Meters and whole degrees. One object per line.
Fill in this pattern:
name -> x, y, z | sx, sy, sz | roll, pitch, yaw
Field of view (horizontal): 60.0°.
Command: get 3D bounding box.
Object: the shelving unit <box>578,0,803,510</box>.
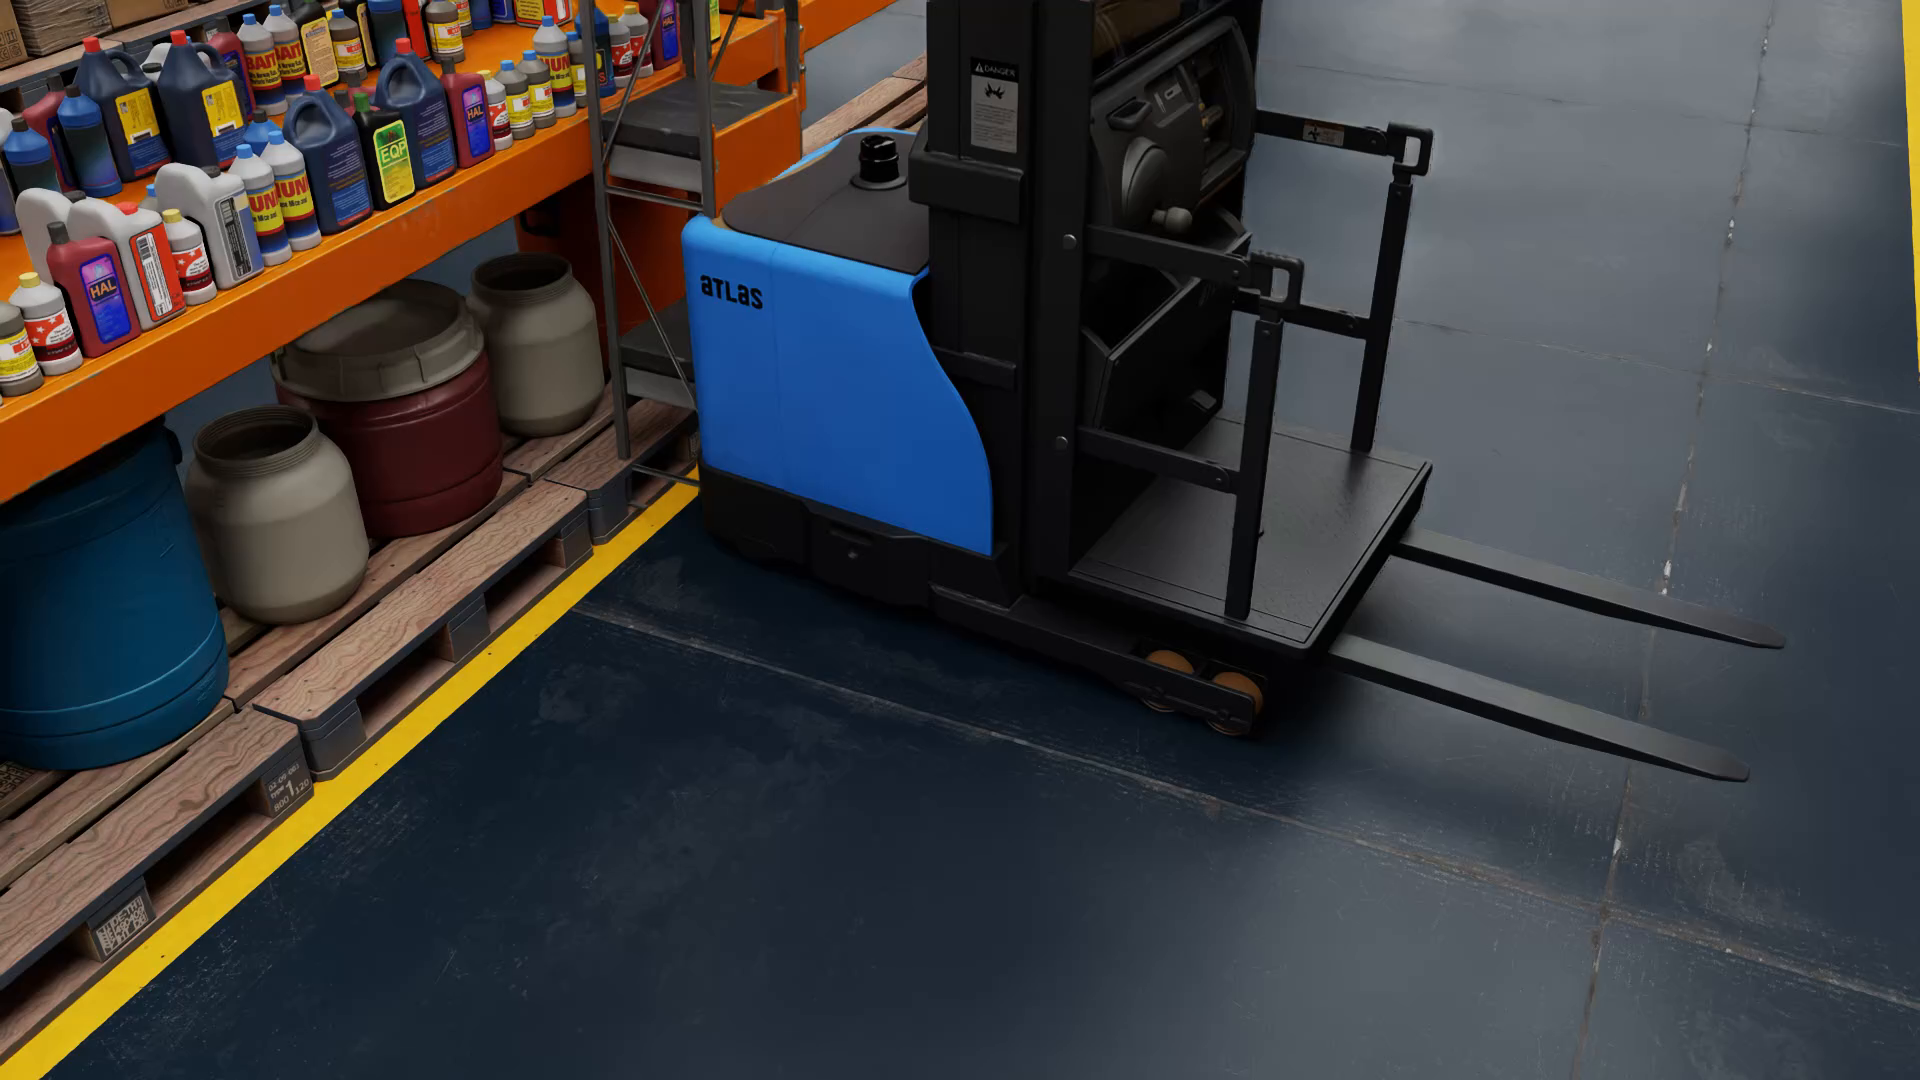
shelving unit -> -0.768, -1.081, 4.928 | 0.431, 2.100, 0.503 | 15, 33, 20

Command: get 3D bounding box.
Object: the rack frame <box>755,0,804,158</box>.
rack frame -> -1.032, -2.044, 5.632 | 1.000, 3.000, 0.127 | 14, 36, 20

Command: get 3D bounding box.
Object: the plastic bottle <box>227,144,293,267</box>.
plastic bottle -> -1.608, -0.770, 3.806 | 0.097, 0.271, 0.097 | 0, 33, 0

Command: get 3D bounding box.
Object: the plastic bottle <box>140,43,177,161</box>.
plastic bottle -> -2.087, -1.160, 4.397 | 0.152, 0.276, 0.135 | 14, 36, 20

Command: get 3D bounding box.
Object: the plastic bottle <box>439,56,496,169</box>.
plastic bottle -> -1.292, -1.127, 4.340 | 0.061, 0.283, 0.133 | 14, 36, 20

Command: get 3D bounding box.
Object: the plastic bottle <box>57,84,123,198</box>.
plastic bottle -> -2.183, -1.001, 4.158 | 0.097, 0.271, 0.097 | 0, 33, 0

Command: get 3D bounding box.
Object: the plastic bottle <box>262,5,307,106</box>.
plastic bottle -> -1.926, -1.386, 4.745 | 0.097, 0.271, 0.097 | 0, 33, 0

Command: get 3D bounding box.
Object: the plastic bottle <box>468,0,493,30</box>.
plastic bottle -> -1.580, -1.798, 5.373 | 0.097, 0.271, 0.097 | 0, 33, 0

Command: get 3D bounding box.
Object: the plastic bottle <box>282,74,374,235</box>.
plastic bottle -> -1.530, -0.927, 3.973 | 0.144, 0.351, 0.185 | 14, 36, 20

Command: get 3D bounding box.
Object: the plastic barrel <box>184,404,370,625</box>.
plastic barrel -> -1.849, -0.068, 4.504 | 0.421, 0.512, 0.421 | 0, 33, 0

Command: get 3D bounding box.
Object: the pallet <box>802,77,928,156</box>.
pallet -> -0.161, -1.861, 7.895 | 1.003, 0.211, 1.213 | 14, 36, 20

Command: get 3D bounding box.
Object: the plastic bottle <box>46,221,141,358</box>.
plastic bottle -> -1.793, -0.530, 3.430 | 0.061, 0.283, 0.133 | 14, 36, 20

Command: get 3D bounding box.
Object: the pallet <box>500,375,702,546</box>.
pallet -> -1.324, -0.476, 5.783 | 1.003, 0.211, 1.213 | 14, 36, 20

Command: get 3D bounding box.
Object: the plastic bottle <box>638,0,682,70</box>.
plastic bottle -> -0.910, -1.581, 5.032 | 0.061, 0.283, 0.133 | 14, 36, 20

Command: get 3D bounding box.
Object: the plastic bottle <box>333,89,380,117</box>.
plastic bottle -> -1.481, -0.982, 4.119 | 0.061, 0.283, 0.133 | 14, 36, 20

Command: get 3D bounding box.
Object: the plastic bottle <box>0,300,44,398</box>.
plastic bottle -> -1.899, -0.394, 3.297 | 0.097, 0.201, 0.097 | 0, 33, 0

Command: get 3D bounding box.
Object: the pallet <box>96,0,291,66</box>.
pallet -> -4.691, -3.009, 9.646 | 1.003, 0.211, 1.213 | 14, 36, 20

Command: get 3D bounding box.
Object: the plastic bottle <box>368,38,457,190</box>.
plastic bottle -> -1.397, -1.085, 4.215 | 0.144, 0.351, 0.185 | 14, 36, 20

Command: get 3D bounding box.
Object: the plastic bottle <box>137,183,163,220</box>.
plastic bottle -> -1.803, -0.708, 3.776 | 0.097, 0.201, 0.097 | 0, 33, 0

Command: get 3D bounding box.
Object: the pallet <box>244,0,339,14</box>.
pallet -> -4.182, -3.619, 10.576 | 1.003, 0.211, 1.213 | 14, 36, 20

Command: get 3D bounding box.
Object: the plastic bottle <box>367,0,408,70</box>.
plastic bottle -> -1.719, -1.553, 5.001 | 0.097, 0.271, 0.097 | 0, 33, 0

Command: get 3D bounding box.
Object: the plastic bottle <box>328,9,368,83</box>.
plastic bottle -> -1.830, -1.472, 4.940 | 0.097, 0.201, 0.097 | 0, 33, 0

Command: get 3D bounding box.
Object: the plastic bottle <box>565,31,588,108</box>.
plastic bottle -> -1.098, -1.348, 4.752 | 0.097, 0.201, 0.097 | 0, 33, 0

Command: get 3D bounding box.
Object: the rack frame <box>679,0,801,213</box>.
rack frame -> -0.667, -1.194, 5.120 | 0.400, 2.100, 0.015 | 15, 33, 20

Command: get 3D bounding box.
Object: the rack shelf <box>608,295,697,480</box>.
rack shelf -> -0.790, -0.472, 5.298 | 0.431, 0.518, 0.480 | 15, 33, 20

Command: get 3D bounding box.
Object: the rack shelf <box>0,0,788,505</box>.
rack shelf -> -1.869, -0.747, 4.310 | 1.077, 0.370, 4.000 | 14, 36, 20

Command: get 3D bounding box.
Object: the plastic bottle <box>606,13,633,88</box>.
plastic bottle -> -1.016, -1.445, 4.900 | 0.097, 0.201, 0.097 | 0, 33, 0

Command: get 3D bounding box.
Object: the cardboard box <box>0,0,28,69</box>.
cardboard box -> -5.269, -2.658, 8.446 | 0.700, 0.500, 0.500 | 12, 35, 18

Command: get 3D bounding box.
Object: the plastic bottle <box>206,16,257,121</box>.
plastic bottle -> -2.032, -1.289, 4.587 | 0.061, 0.283, 0.133 | 14, 36, 20

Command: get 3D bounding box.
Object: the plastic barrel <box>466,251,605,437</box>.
plastic barrel -> -1.376, -0.630, 5.362 | 0.421, 0.512, 0.421 | 0, 33, 0

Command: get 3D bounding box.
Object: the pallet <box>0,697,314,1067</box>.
pallet -> -2.345, 0.739, 3.930 | 1.003, 0.211, 1.213 | 14, 36, 20

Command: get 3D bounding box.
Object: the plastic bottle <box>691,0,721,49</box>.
plastic bottle -> -0.814, -1.696, 5.208 | 0.061, 0.283, 0.133 | 14, 36, 20

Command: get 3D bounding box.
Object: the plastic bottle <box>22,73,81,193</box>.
plastic bottle -> -2.262, -1.015, 4.169 | 0.061, 0.283, 0.133 | 14, 36, 20

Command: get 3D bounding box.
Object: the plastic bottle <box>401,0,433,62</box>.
plastic bottle -> -1.700, -1.621, 5.099 | 0.152, 0.276, 0.135 | 14, 36, 20

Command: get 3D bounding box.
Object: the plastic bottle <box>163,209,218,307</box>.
plastic bottle -> -1.705, -0.625, 3.649 | 0.097, 0.201, 0.097 | 0, 33, 0

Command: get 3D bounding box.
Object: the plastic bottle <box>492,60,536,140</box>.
plastic bottle -> -1.220, -1.203, 4.530 | 0.097, 0.201, 0.097 | 0, 33, 0

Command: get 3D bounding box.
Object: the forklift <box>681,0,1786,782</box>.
forklift -> 0.732, -1.038, 4.159 | 3.031, 2.935, 1.130 | 18, 37, 25

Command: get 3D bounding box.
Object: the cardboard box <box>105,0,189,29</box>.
cardboard box -> -4.817, -3.221, 9.305 | 0.700, 0.500, 0.500 | 17, 37, 24

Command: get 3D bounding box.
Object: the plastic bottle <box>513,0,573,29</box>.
plastic bottle -> -1.369, -1.816, 5.397 | 0.152, 0.276, 0.135 | 14, 36, 20

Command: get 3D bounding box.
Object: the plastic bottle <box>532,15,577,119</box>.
plastic bottle -> -1.138, -1.329, 4.659 | 0.097, 0.271, 0.097 | 0, 33, 0
